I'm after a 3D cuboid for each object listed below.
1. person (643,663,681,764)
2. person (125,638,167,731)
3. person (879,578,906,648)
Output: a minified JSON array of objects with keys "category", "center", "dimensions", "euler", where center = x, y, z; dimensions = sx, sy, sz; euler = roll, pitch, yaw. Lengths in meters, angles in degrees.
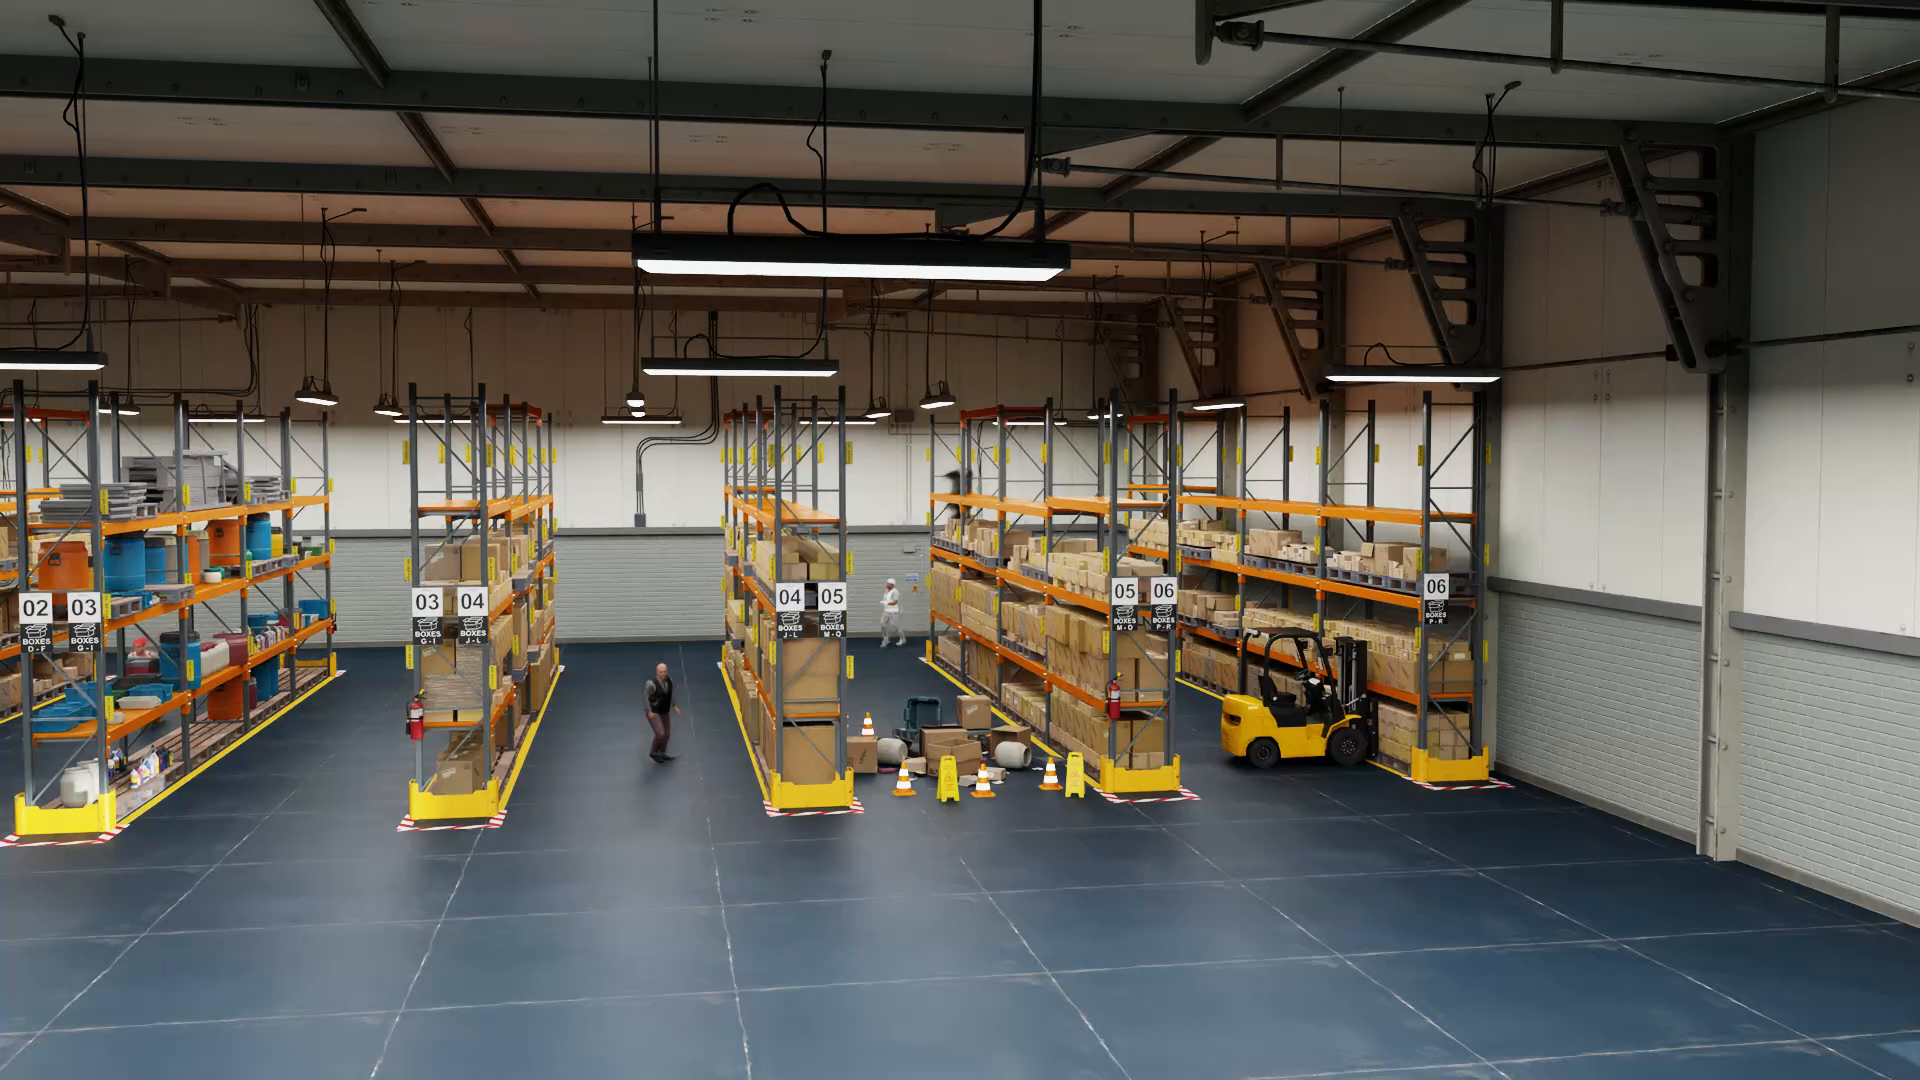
[{"category":"person","center":[-4.907,2.809,27.088],"dimensions":[0.572,1.656,0.656],"euler":[2,4,36]},{"category":"person","center":[-14.873,2.619,30.401],"dimensions":[0.692,1.702,0.924],"euler":[-2,3,-32]},{"category":"person","center":[-1.773,1.918,43.391],"dimensions":[0.768,1.844,0.669],"euler":[-1,3,-27]}]
